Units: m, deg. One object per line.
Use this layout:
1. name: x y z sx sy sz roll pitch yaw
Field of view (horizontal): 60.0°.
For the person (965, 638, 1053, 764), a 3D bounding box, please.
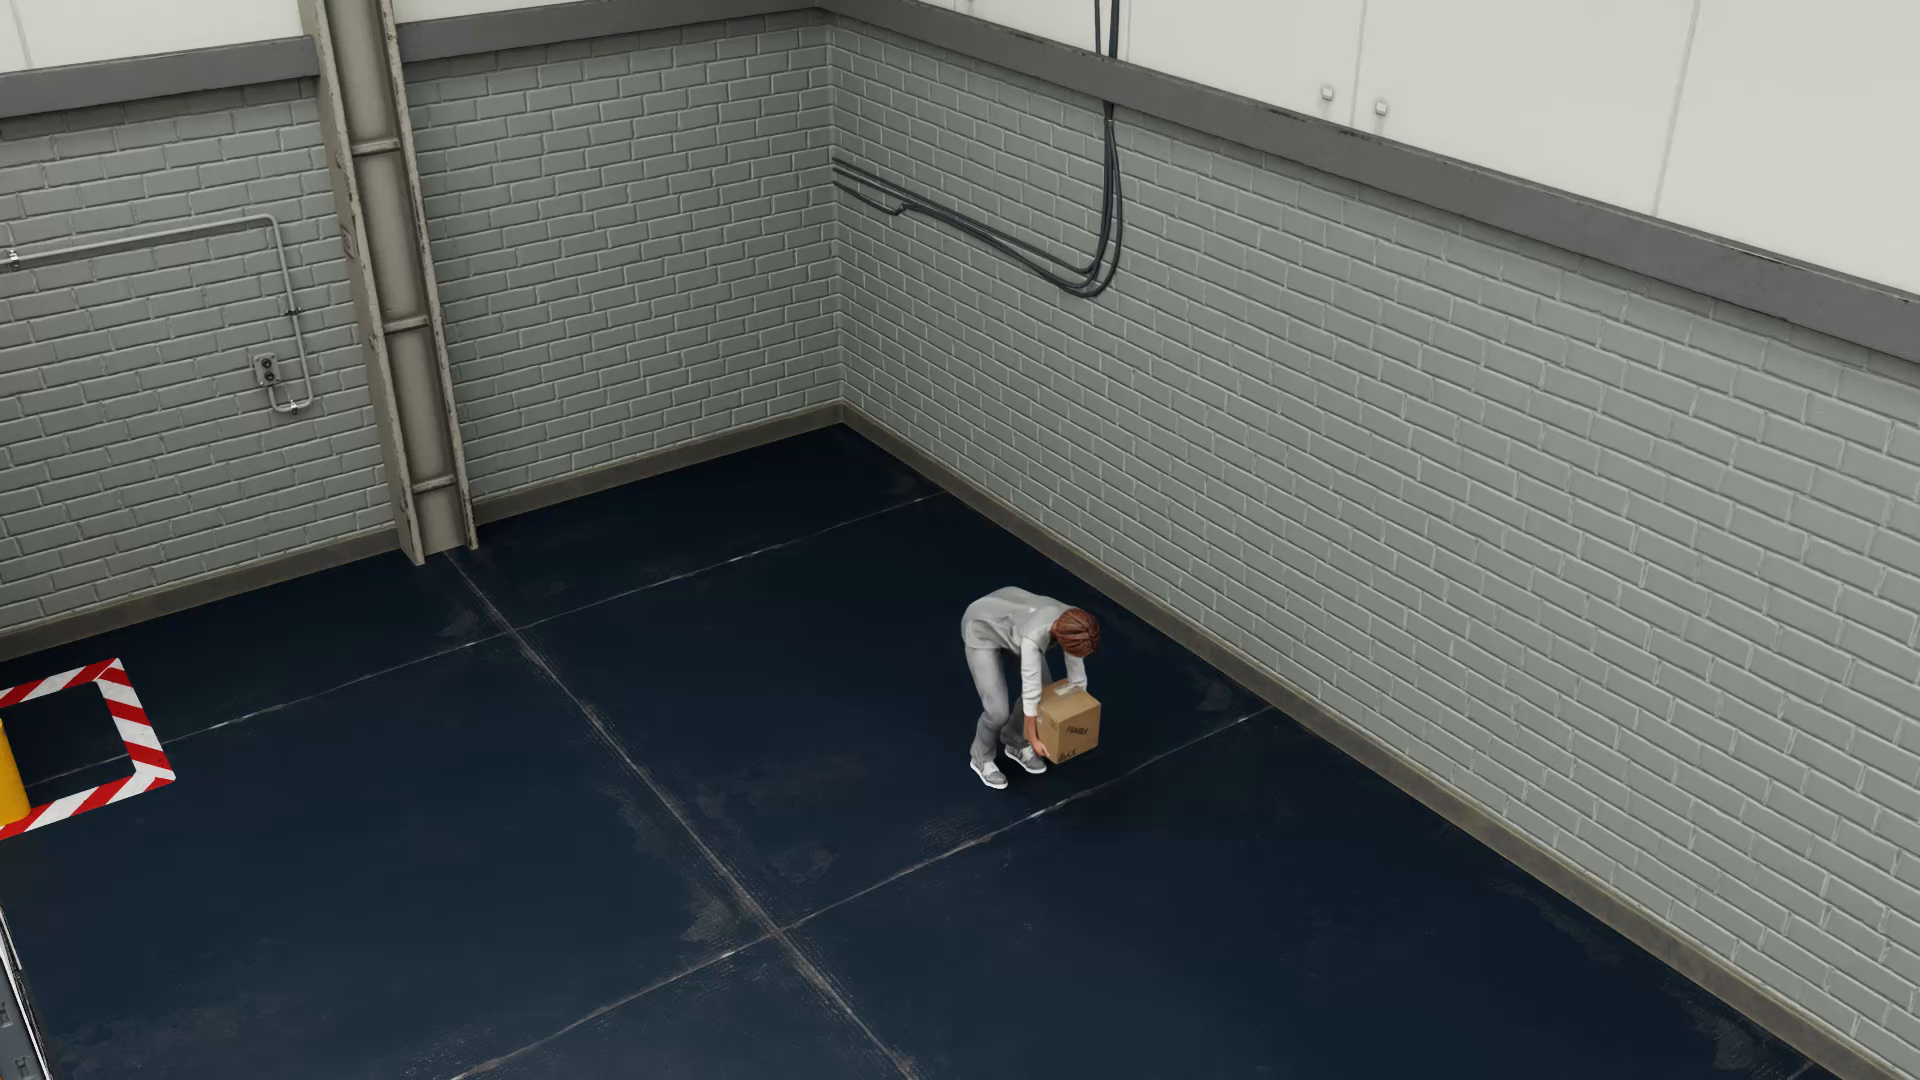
1. person: 0.213 0.719 8.022 0.398 0.792 0.366 -20 35 -32
